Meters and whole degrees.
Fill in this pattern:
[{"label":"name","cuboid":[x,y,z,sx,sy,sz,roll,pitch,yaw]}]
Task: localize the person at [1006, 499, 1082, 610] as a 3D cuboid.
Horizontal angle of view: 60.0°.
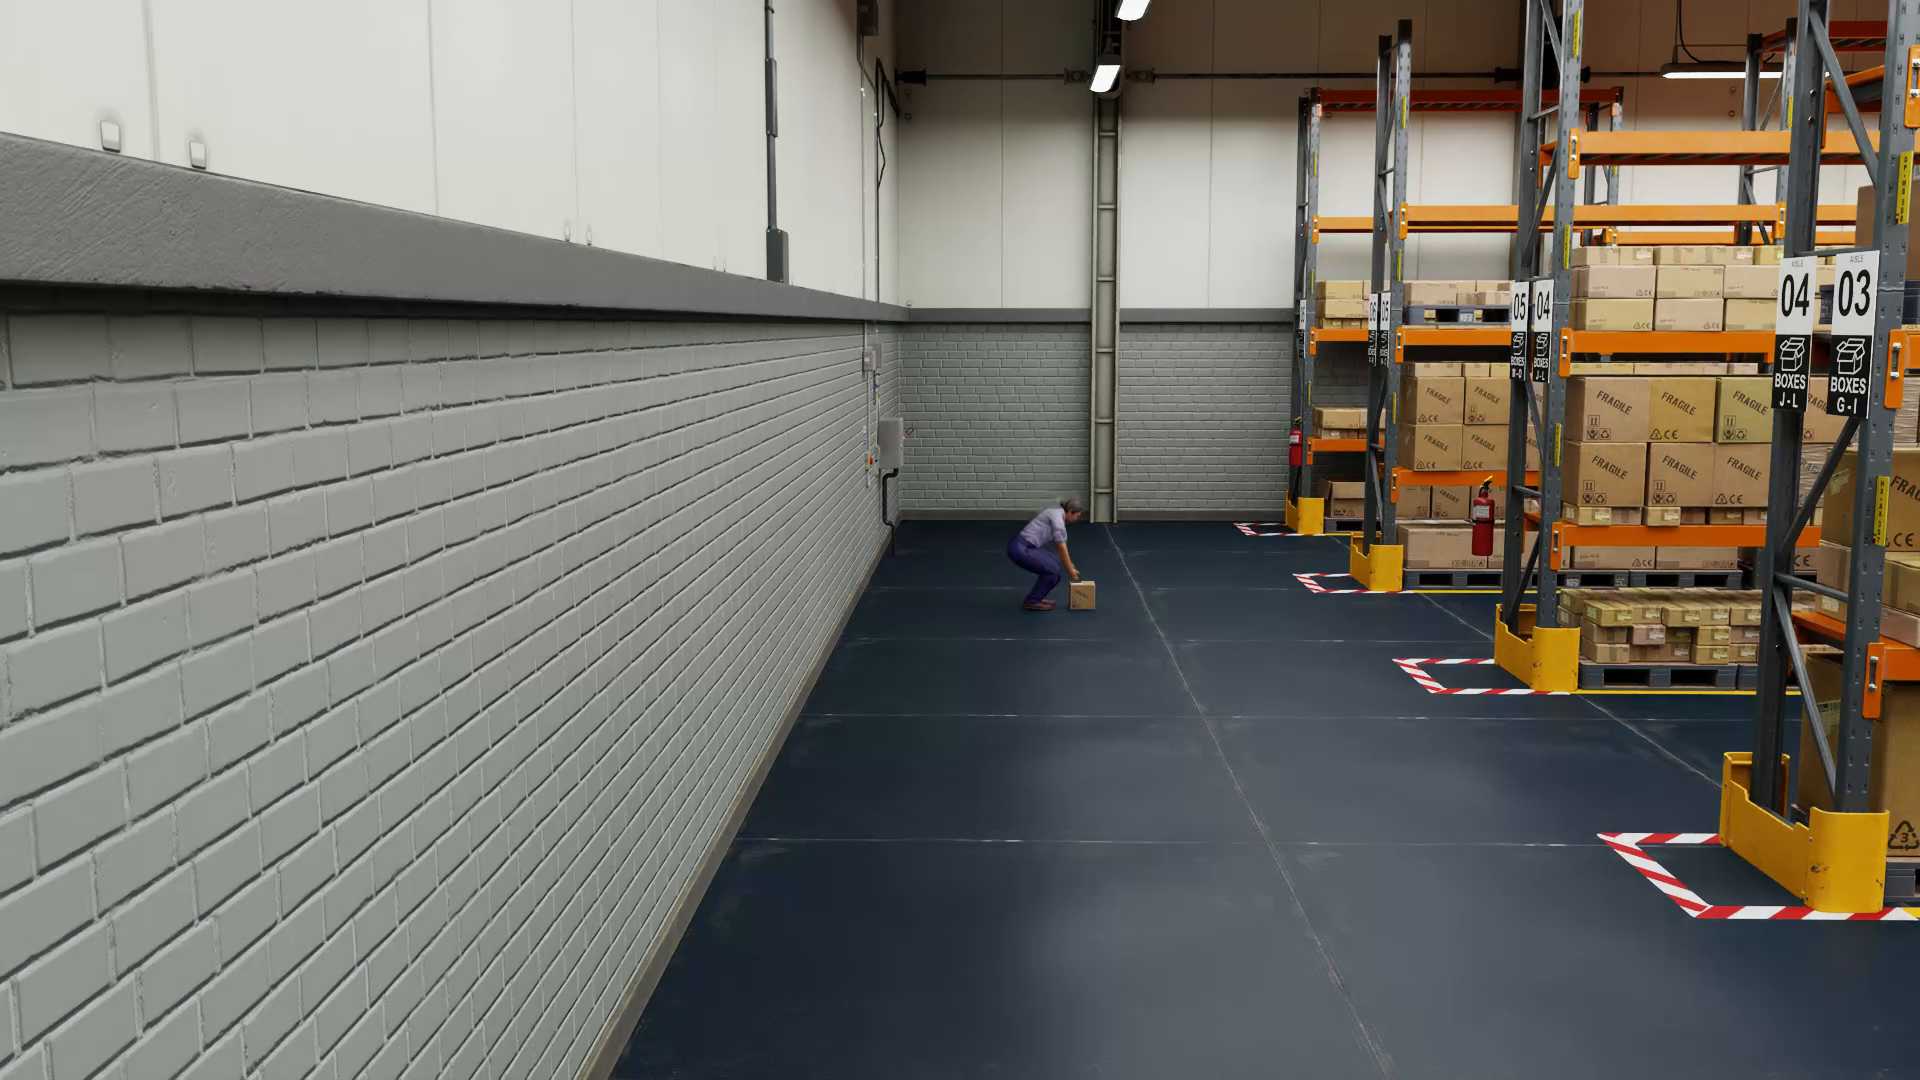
[{"label":"person","cuboid":[0.855,0.136,16.894,0.770,1.114,0.538,0,7,1]}]
